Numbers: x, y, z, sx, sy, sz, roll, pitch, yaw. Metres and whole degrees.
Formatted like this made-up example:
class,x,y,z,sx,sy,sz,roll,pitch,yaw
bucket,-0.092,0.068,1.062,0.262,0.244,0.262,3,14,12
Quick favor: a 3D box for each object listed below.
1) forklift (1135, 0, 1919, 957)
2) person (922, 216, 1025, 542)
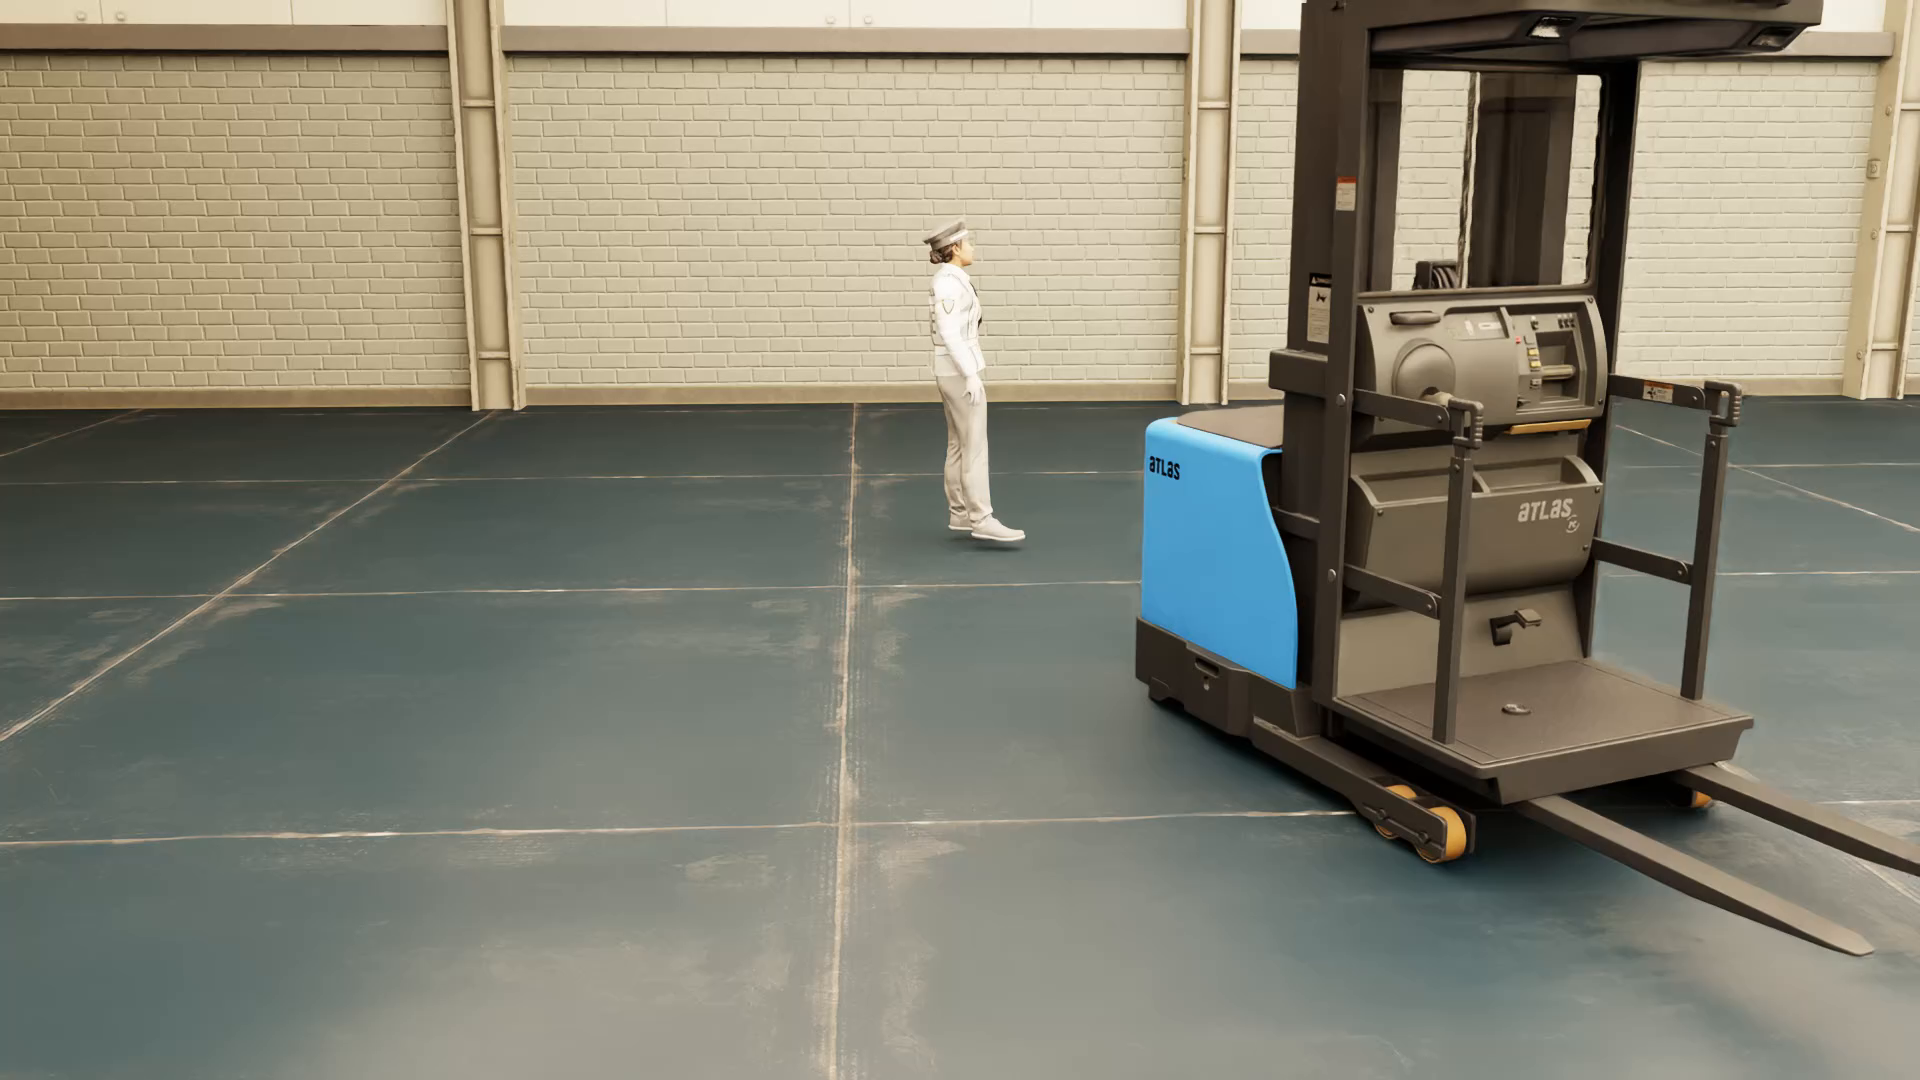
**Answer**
class,x,y,z,sx,sy,sz,roll,pitch,yaw
forklift,1.748,-0.588,5.042,1.130,2.935,3.031,-6,14,-24
person,0.069,-0.870,8.904,0.530,1.691,0.586,-1,13,-3
